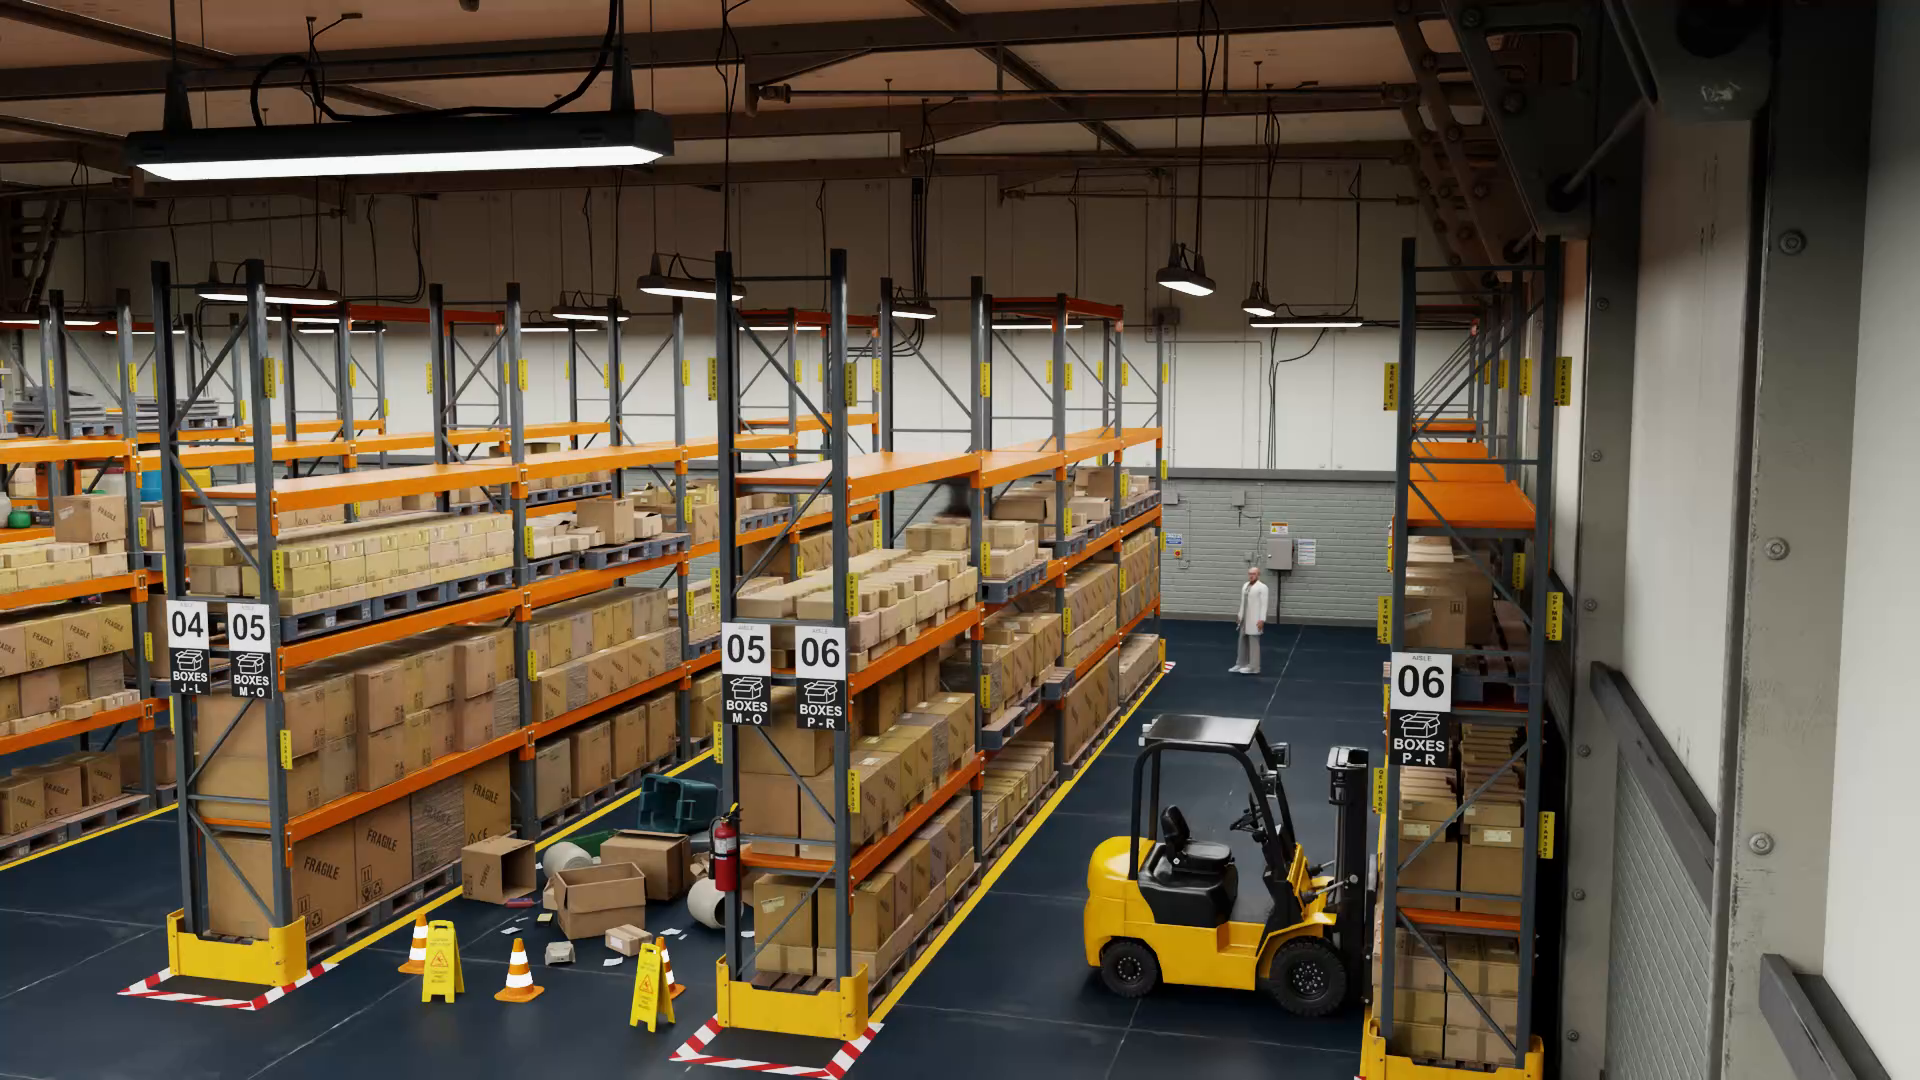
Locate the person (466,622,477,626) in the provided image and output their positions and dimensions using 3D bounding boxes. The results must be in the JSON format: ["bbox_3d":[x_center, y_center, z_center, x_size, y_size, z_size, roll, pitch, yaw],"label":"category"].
[{"bbox_3d":[-6.583,1.949,22.553,0.632,1.684,0.956,1,6,5],"label":"person"}]

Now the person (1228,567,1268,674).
[{"bbox_3d":[4.836,1.404,27.822,0.519,1.716,0.629,-2,6,-17],"label":"person"}]
